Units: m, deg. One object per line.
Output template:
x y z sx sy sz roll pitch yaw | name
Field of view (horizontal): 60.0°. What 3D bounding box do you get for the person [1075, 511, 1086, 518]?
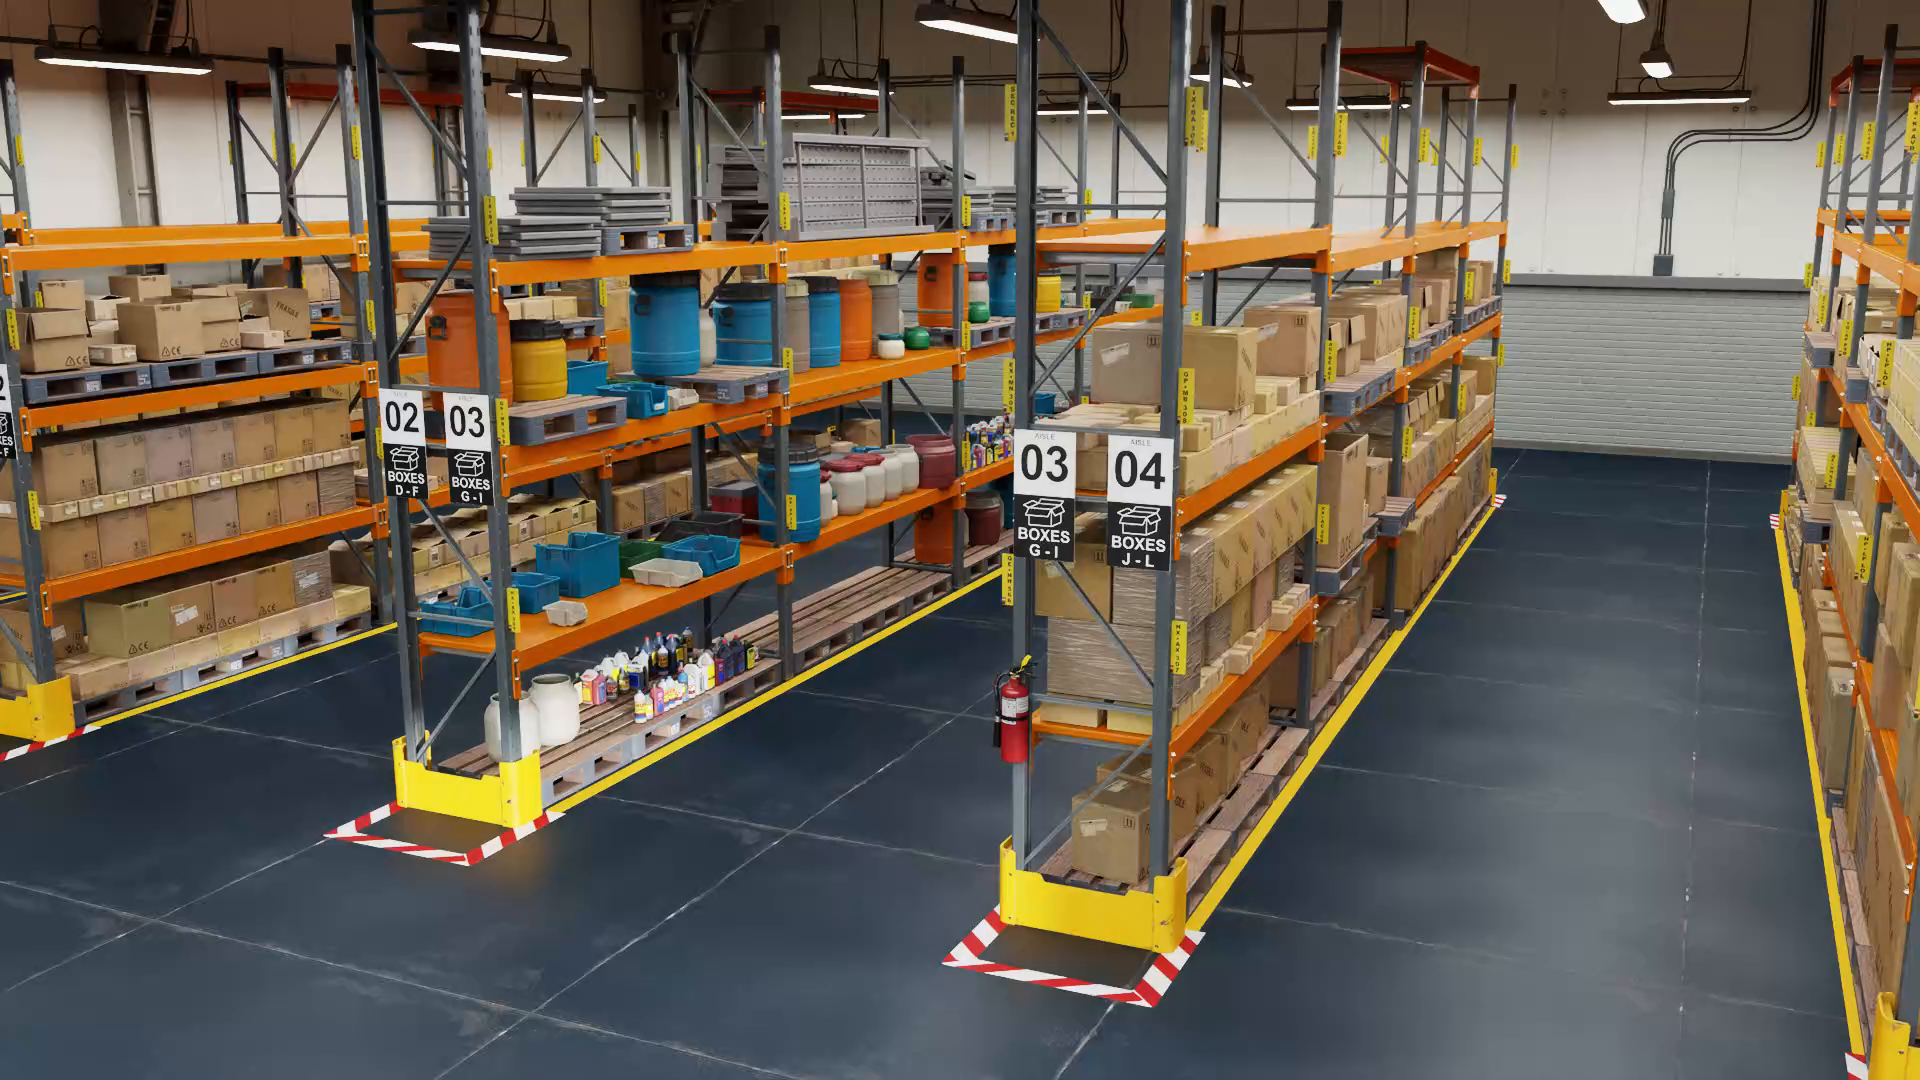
1.213 -0.185 18.903 0.494 1.711 0.558 6 13 25 | person
